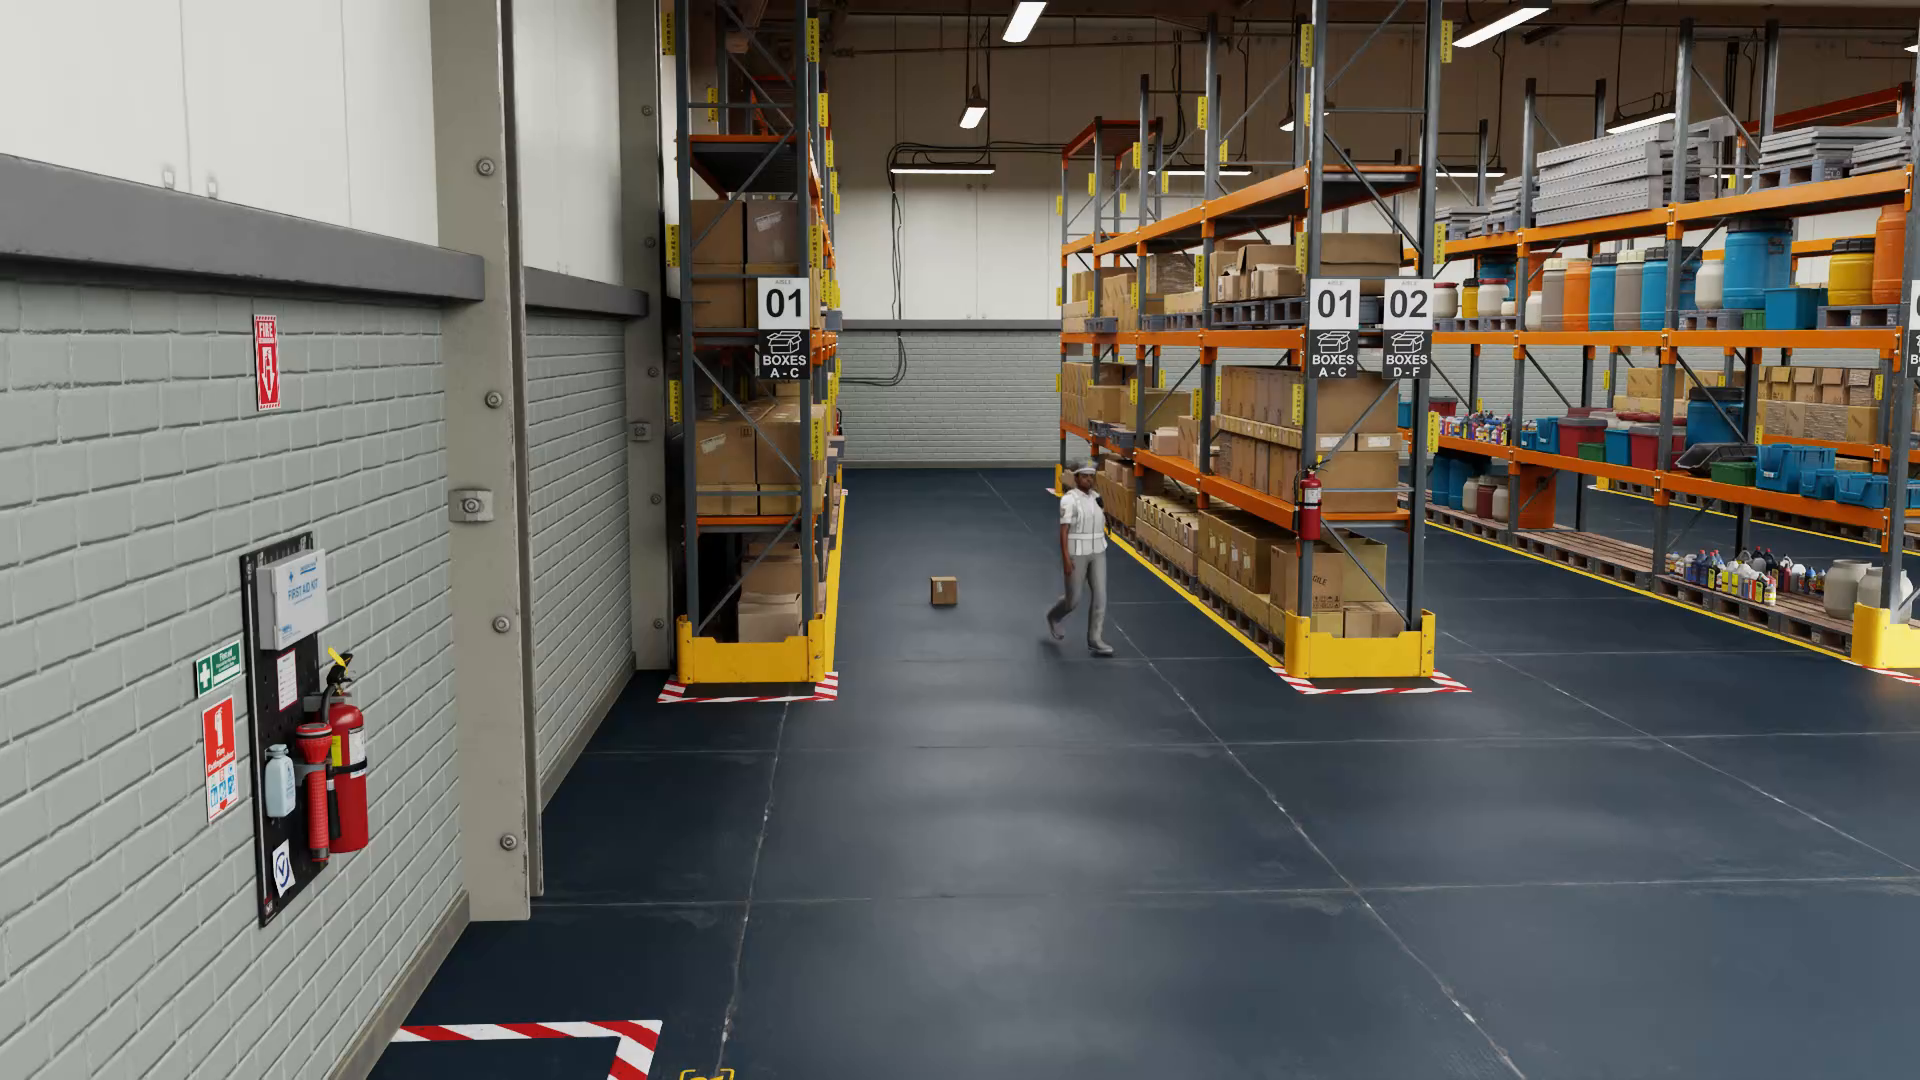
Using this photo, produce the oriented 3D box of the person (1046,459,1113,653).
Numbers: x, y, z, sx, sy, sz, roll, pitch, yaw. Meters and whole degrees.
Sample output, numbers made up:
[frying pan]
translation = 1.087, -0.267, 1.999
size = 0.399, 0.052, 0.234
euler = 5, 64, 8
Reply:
[person]
translation = 1.059, 0.120, 14.543
size = 0.458, 1.662, 0.767
euler = -4, 8, -29
